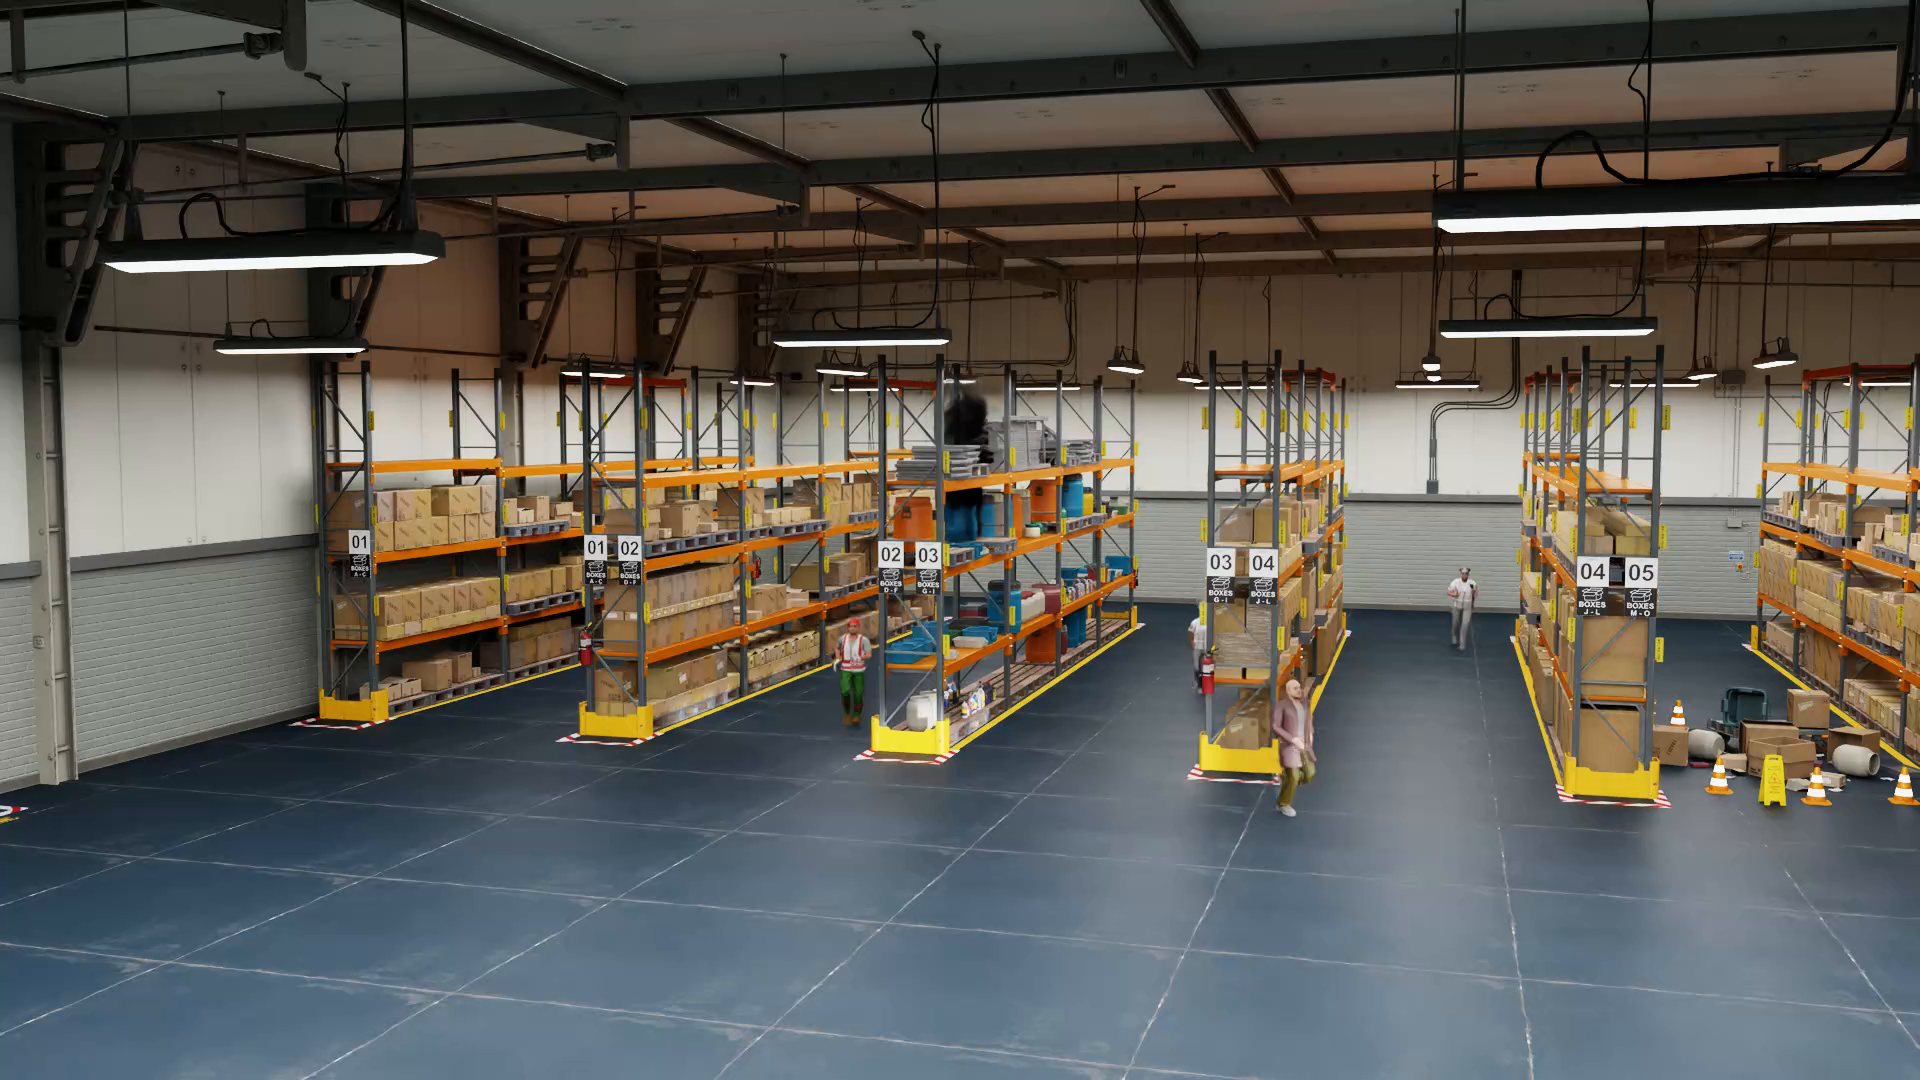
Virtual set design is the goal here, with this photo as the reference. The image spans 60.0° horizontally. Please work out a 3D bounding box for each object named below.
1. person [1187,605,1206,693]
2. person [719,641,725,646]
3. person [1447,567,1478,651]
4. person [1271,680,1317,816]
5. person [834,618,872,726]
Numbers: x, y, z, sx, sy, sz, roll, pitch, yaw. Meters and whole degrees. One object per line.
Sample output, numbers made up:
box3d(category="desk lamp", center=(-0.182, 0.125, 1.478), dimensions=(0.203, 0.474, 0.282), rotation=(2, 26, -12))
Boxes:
box3d(category="person", center=(4.436, 1.997, 30.378), dimensions=(0.548, 1.650, 0.580), rotation=(0, 4, 6))
box3d(category="person", center=(-5.202, 1.666, 34.870), dimensions=(0.624, 1.669, 0.875), rotation=(1, 4, 14))
box3d(category="person", center=(11.083, 1.484, 36.664), dimensions=(0.665, 1.800, 0.980), rotation=(1, 4, 13))
box3d(category="person", center=(4.255, 2.635, 21.136), dimensions=(0.734, 1.743, 0.699), rotation=(-2, 5, -28))
box3d(category="person", center=(-1.762, 2.164, 27.226), dimensions=(0.641, 1.773, 0.690), rotation=(0, 4, 3))
